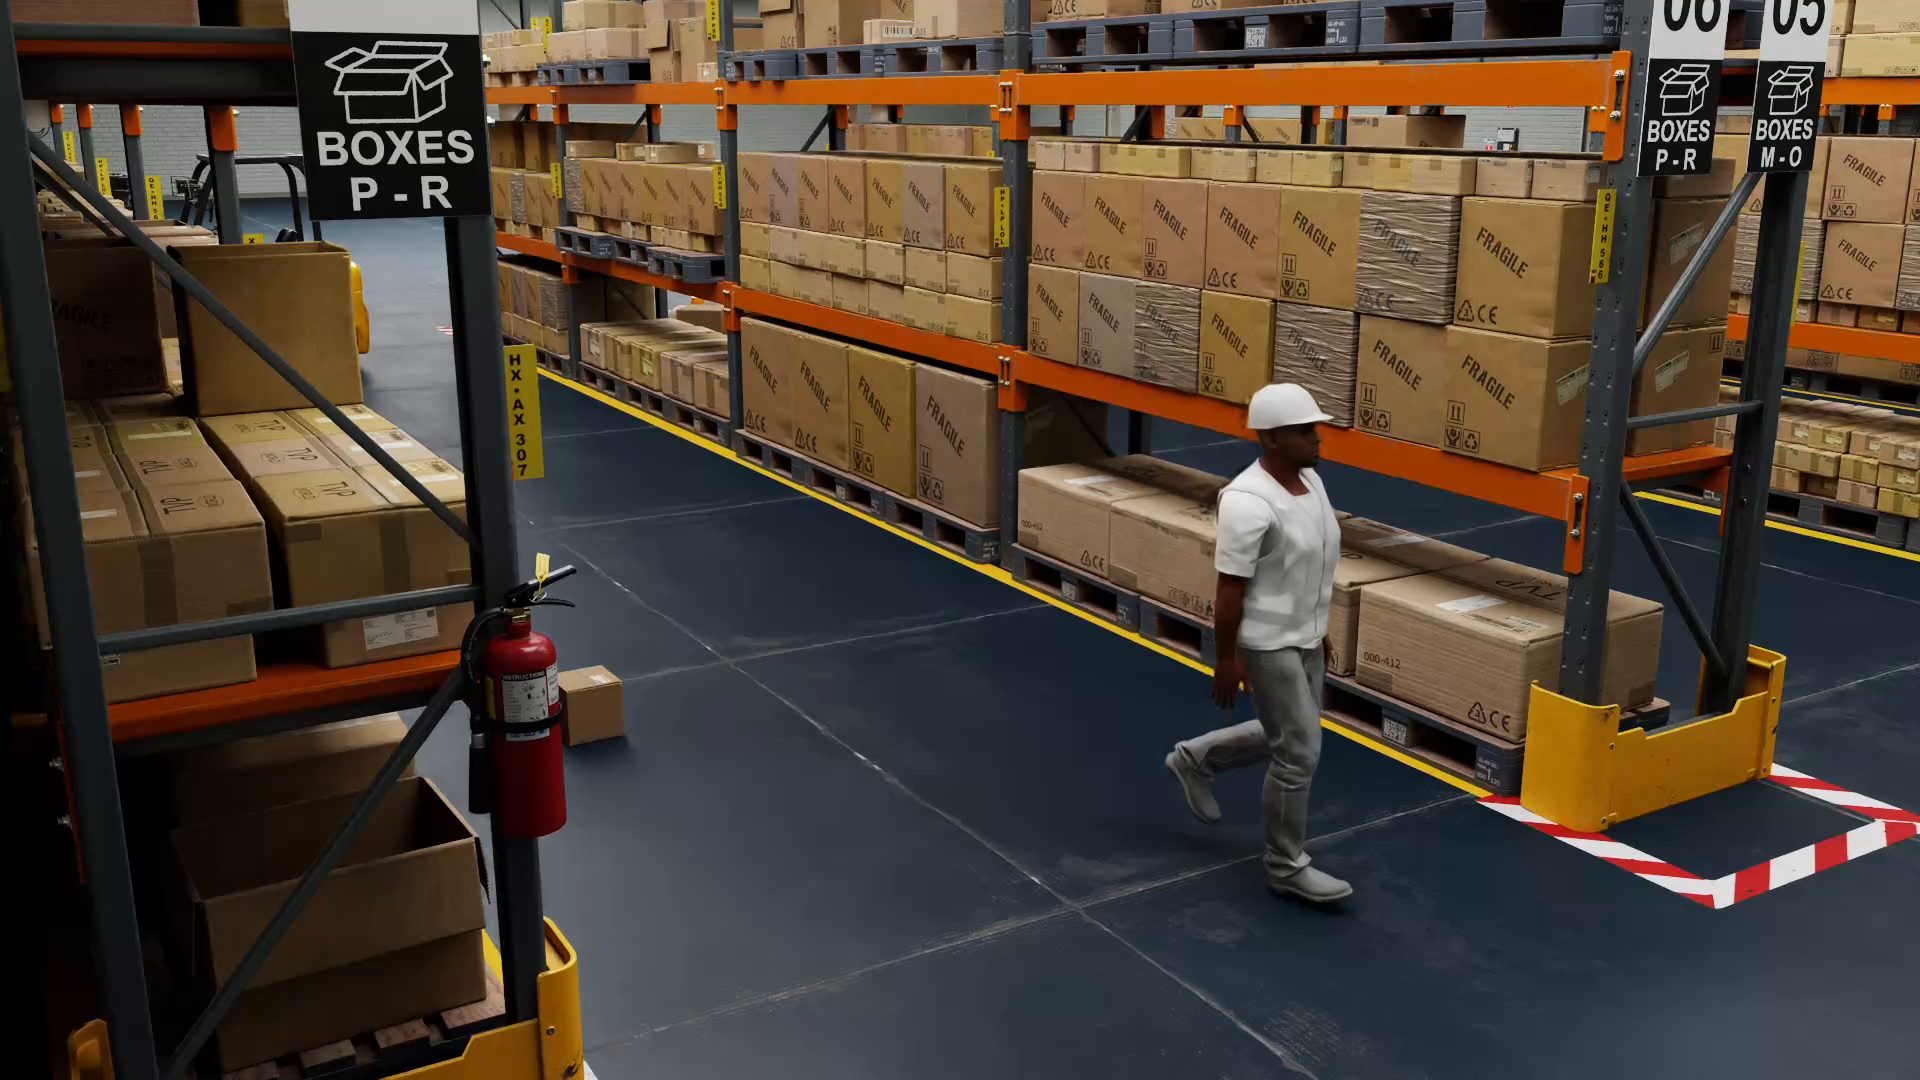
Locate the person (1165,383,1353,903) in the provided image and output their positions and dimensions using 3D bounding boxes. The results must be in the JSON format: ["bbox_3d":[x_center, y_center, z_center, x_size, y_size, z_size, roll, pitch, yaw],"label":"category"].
[{"bbox_3d":[1.037,0.325,5.695,0.819,1.753,0.579,10,18,35],"label":"person"}]
